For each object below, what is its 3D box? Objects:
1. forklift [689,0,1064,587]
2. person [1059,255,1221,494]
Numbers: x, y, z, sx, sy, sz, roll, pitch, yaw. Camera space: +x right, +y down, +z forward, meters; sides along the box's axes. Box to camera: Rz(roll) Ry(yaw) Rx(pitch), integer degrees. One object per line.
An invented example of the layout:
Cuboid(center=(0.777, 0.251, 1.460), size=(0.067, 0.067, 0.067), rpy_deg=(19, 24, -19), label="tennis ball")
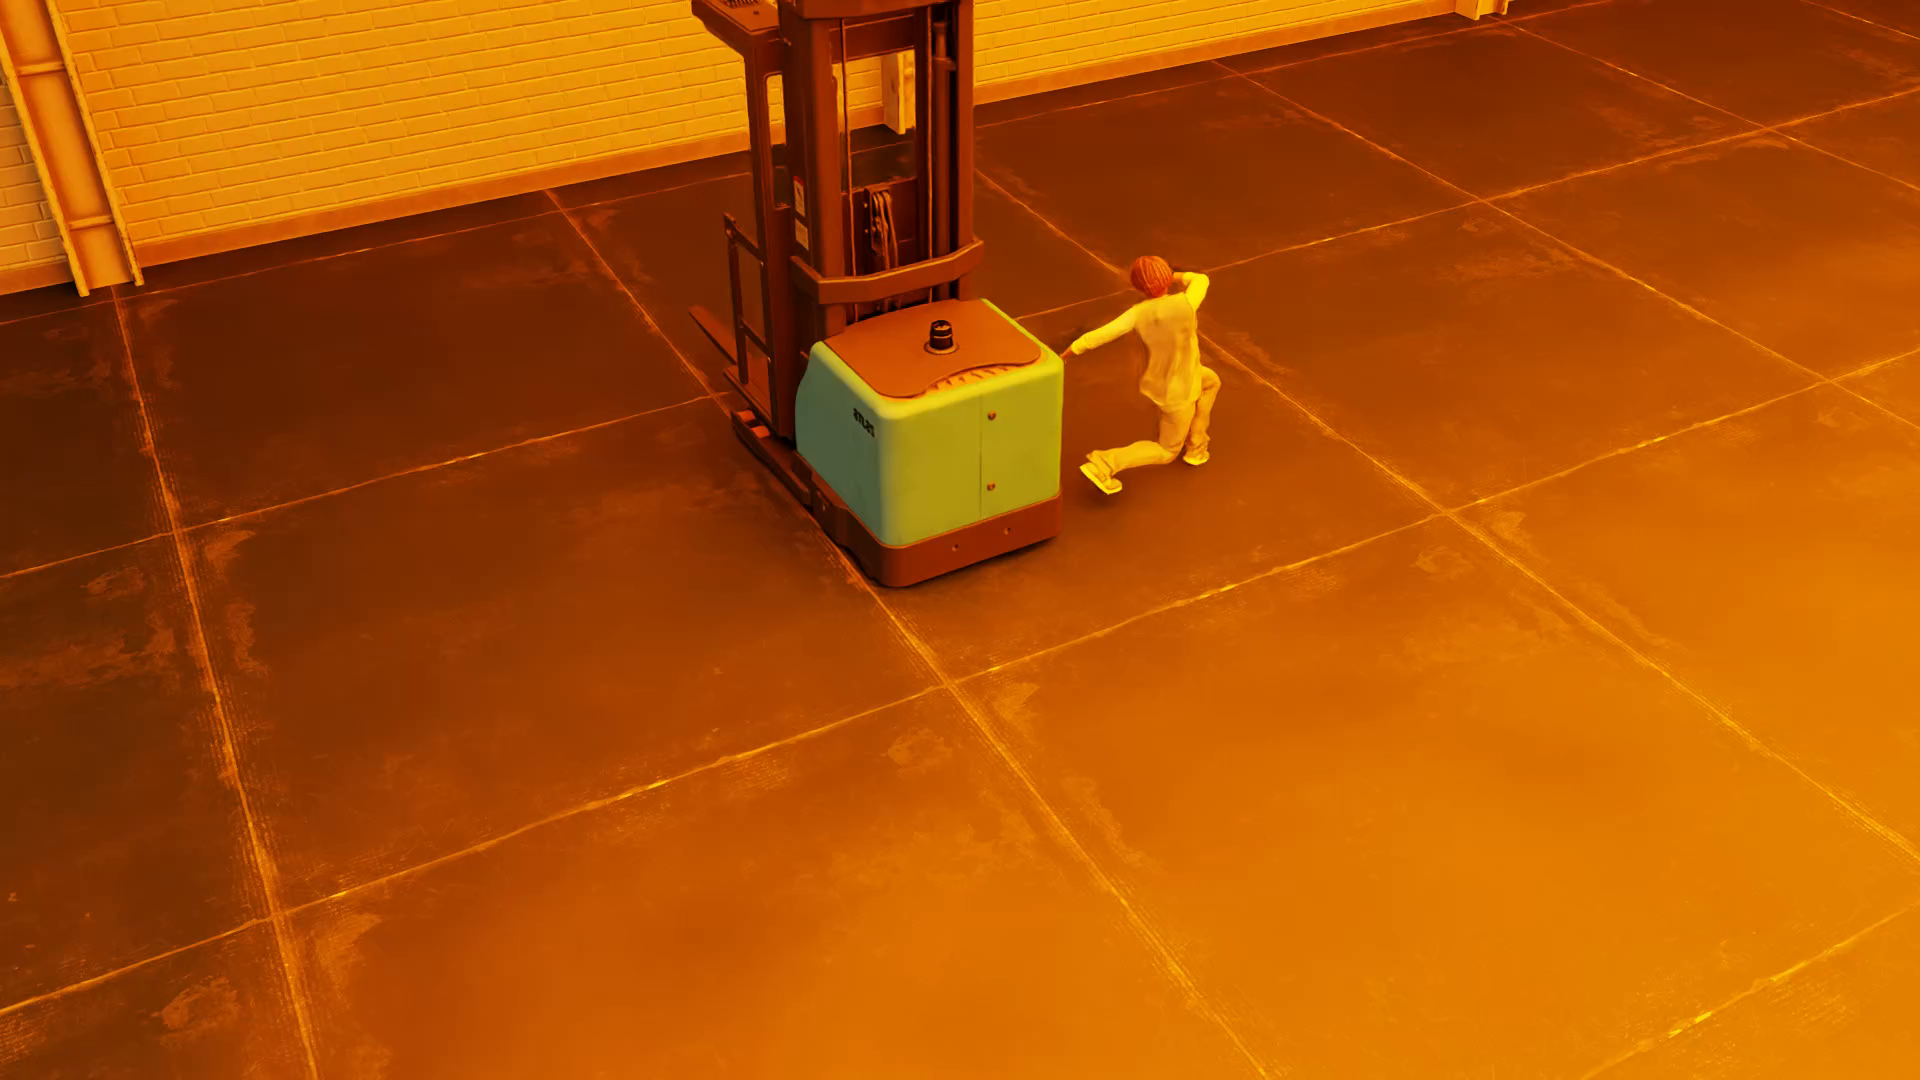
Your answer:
Cuboid(center=(-0.643, -1.791, 8.656), size=(1.130, 2.935, 3.031), rpy_deg=(-18, 39, -24), label="forklift")
Cuboid(center=(0.960, -0.923, 8.834), size=(0.880, 1.352, 0.702), rpy_deg=(-29, 44, -35), label="person")
